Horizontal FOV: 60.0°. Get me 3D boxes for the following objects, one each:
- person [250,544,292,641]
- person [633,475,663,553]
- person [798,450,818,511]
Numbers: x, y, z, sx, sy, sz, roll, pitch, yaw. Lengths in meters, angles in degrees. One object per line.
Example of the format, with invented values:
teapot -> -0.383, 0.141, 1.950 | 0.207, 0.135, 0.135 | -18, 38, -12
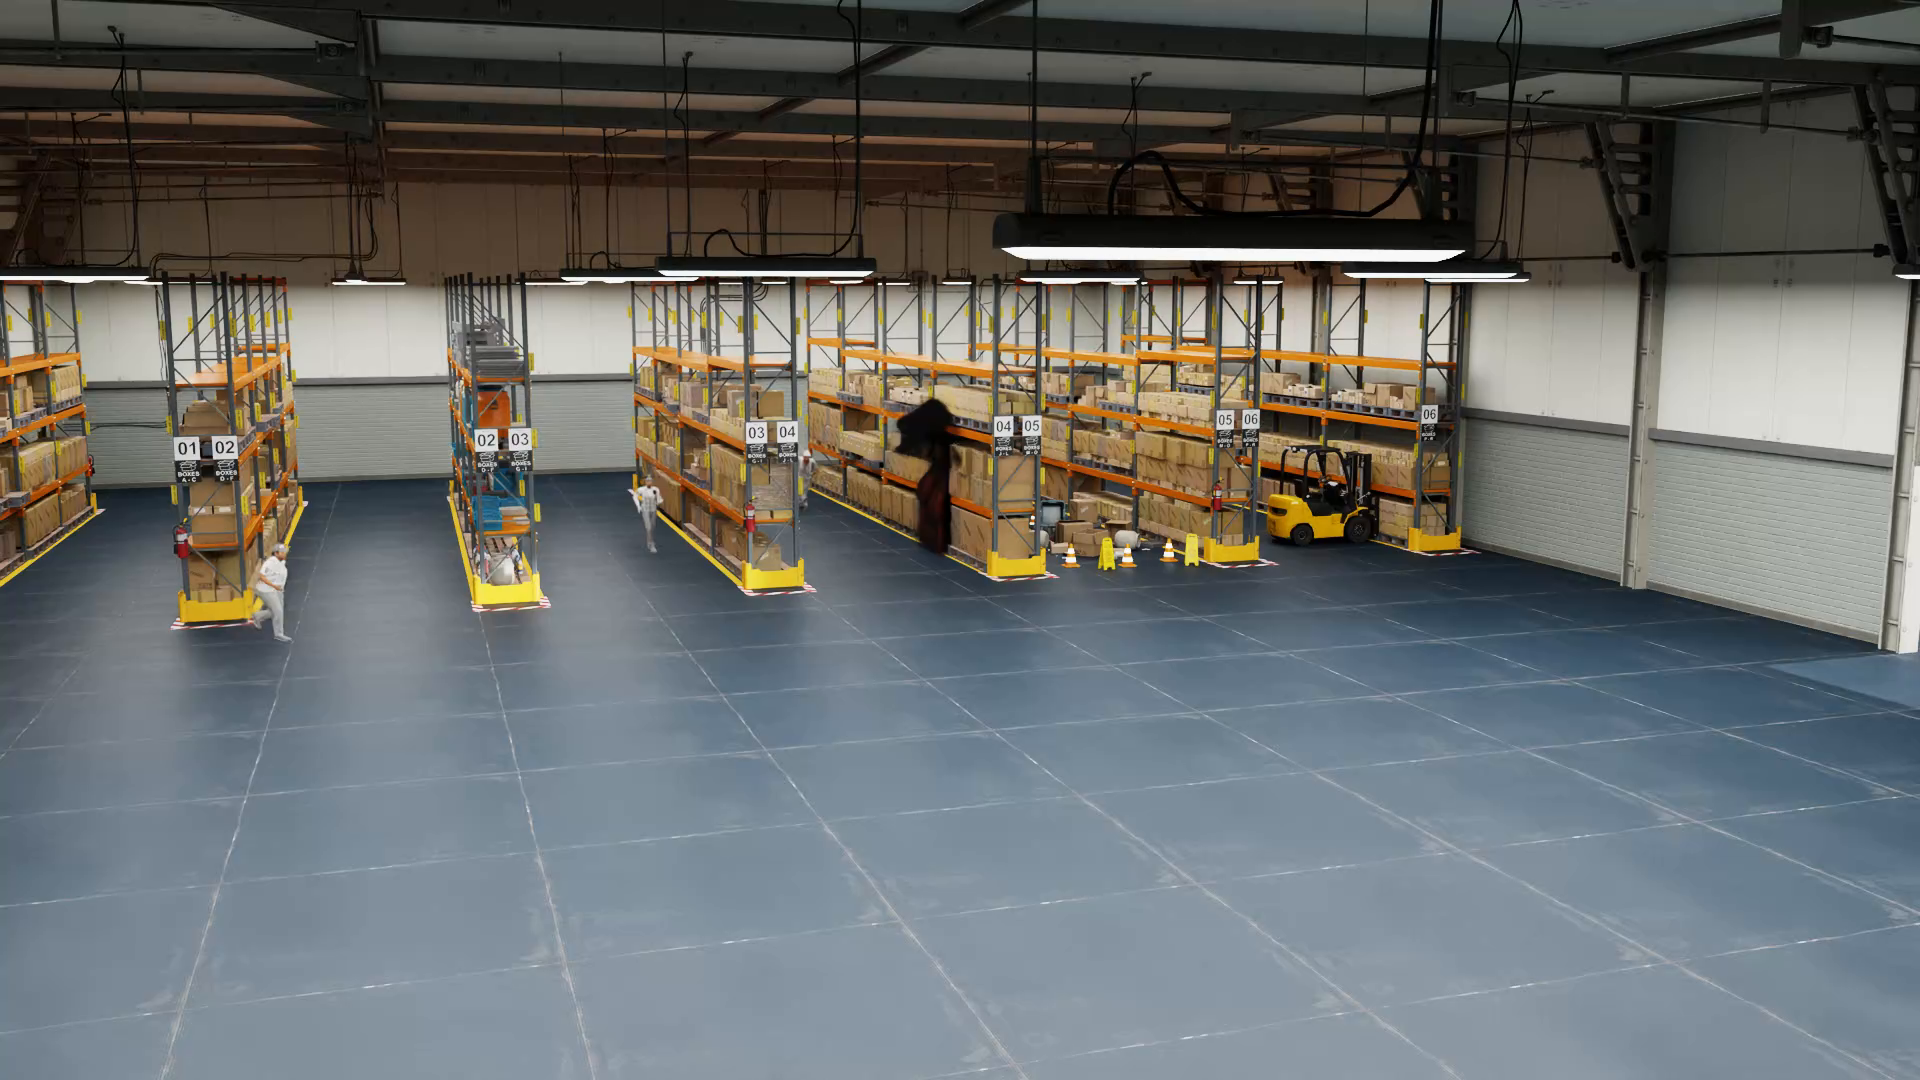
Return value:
person -> -11.296, 0.859, 27.198 | 0.789, 1.617, 0.581 | 2, 9, 14
person -> -6.811, -0.603, 36.418 | 0.622, 1.700, 0.846 | -4, 9, -22
person -> -4.051, -1.582, 43.362 | 0.691, 1.591, 1.119 | -2, 9, -10
